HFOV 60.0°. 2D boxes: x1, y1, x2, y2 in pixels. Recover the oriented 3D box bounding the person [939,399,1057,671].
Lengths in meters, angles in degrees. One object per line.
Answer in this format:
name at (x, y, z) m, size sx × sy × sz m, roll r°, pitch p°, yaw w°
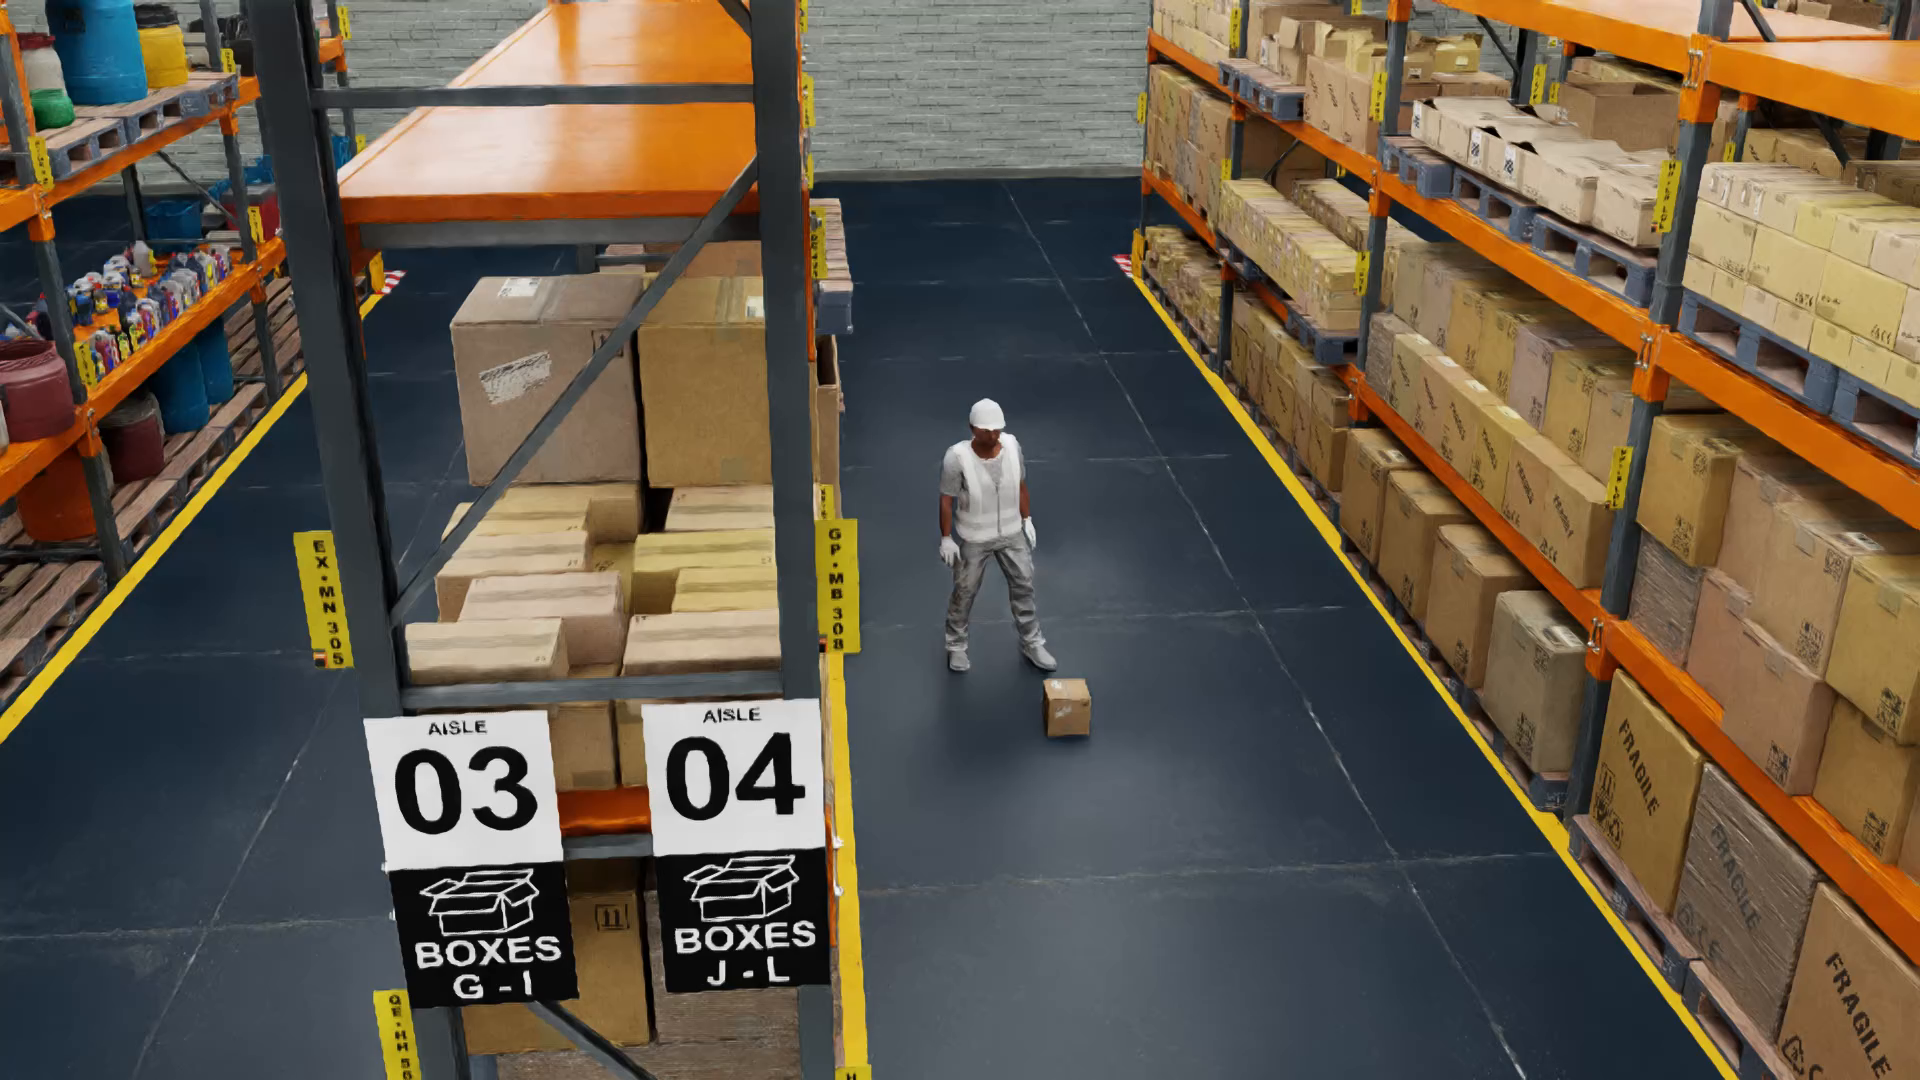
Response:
person at (0.220, -0.026, 10.313) m, size 0.693 × 1.780 × 0.523 m, roll -11°, pitch 26°, yaw -23°
